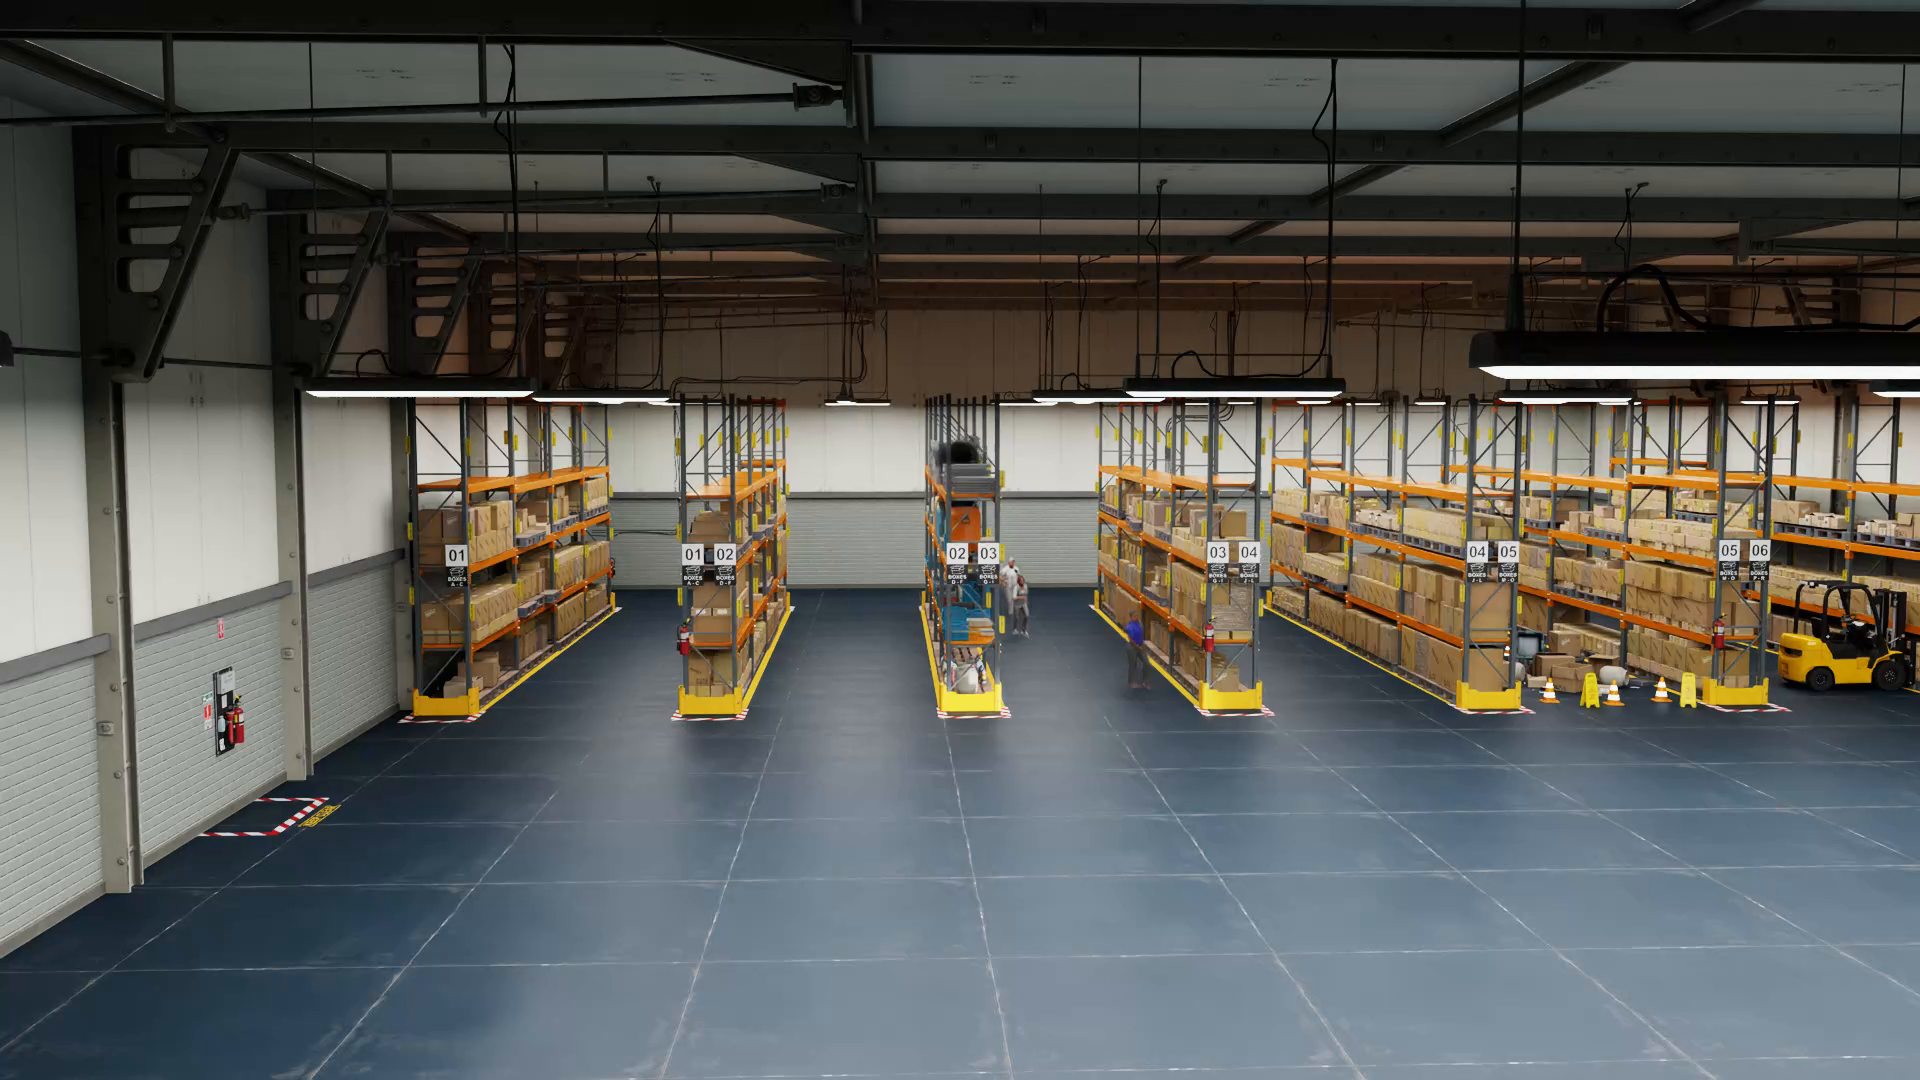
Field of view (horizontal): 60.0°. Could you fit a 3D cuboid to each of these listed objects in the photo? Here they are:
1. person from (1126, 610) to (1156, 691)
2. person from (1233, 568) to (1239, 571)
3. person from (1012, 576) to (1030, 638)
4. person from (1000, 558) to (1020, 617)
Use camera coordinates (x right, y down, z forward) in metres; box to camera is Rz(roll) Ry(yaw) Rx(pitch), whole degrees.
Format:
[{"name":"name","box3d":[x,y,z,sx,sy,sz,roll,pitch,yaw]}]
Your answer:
[{"name":"person","box3d":[3.600,2.295,33.761,0.606,1.569,0.634,-3,6,-36]},{"name":"person","box3d":[7.687,1.151,47.033,0.691,1.812,0.687,1,5,8]},{"name":"person","box3d":[1.498,1.653,41.584,0.470,1.542,0.892,-1,5,-16]},{"name":"person","box3d":[1.377,1.299,45.877,0.601,1.645,0.598,-1,5,-13]}]
